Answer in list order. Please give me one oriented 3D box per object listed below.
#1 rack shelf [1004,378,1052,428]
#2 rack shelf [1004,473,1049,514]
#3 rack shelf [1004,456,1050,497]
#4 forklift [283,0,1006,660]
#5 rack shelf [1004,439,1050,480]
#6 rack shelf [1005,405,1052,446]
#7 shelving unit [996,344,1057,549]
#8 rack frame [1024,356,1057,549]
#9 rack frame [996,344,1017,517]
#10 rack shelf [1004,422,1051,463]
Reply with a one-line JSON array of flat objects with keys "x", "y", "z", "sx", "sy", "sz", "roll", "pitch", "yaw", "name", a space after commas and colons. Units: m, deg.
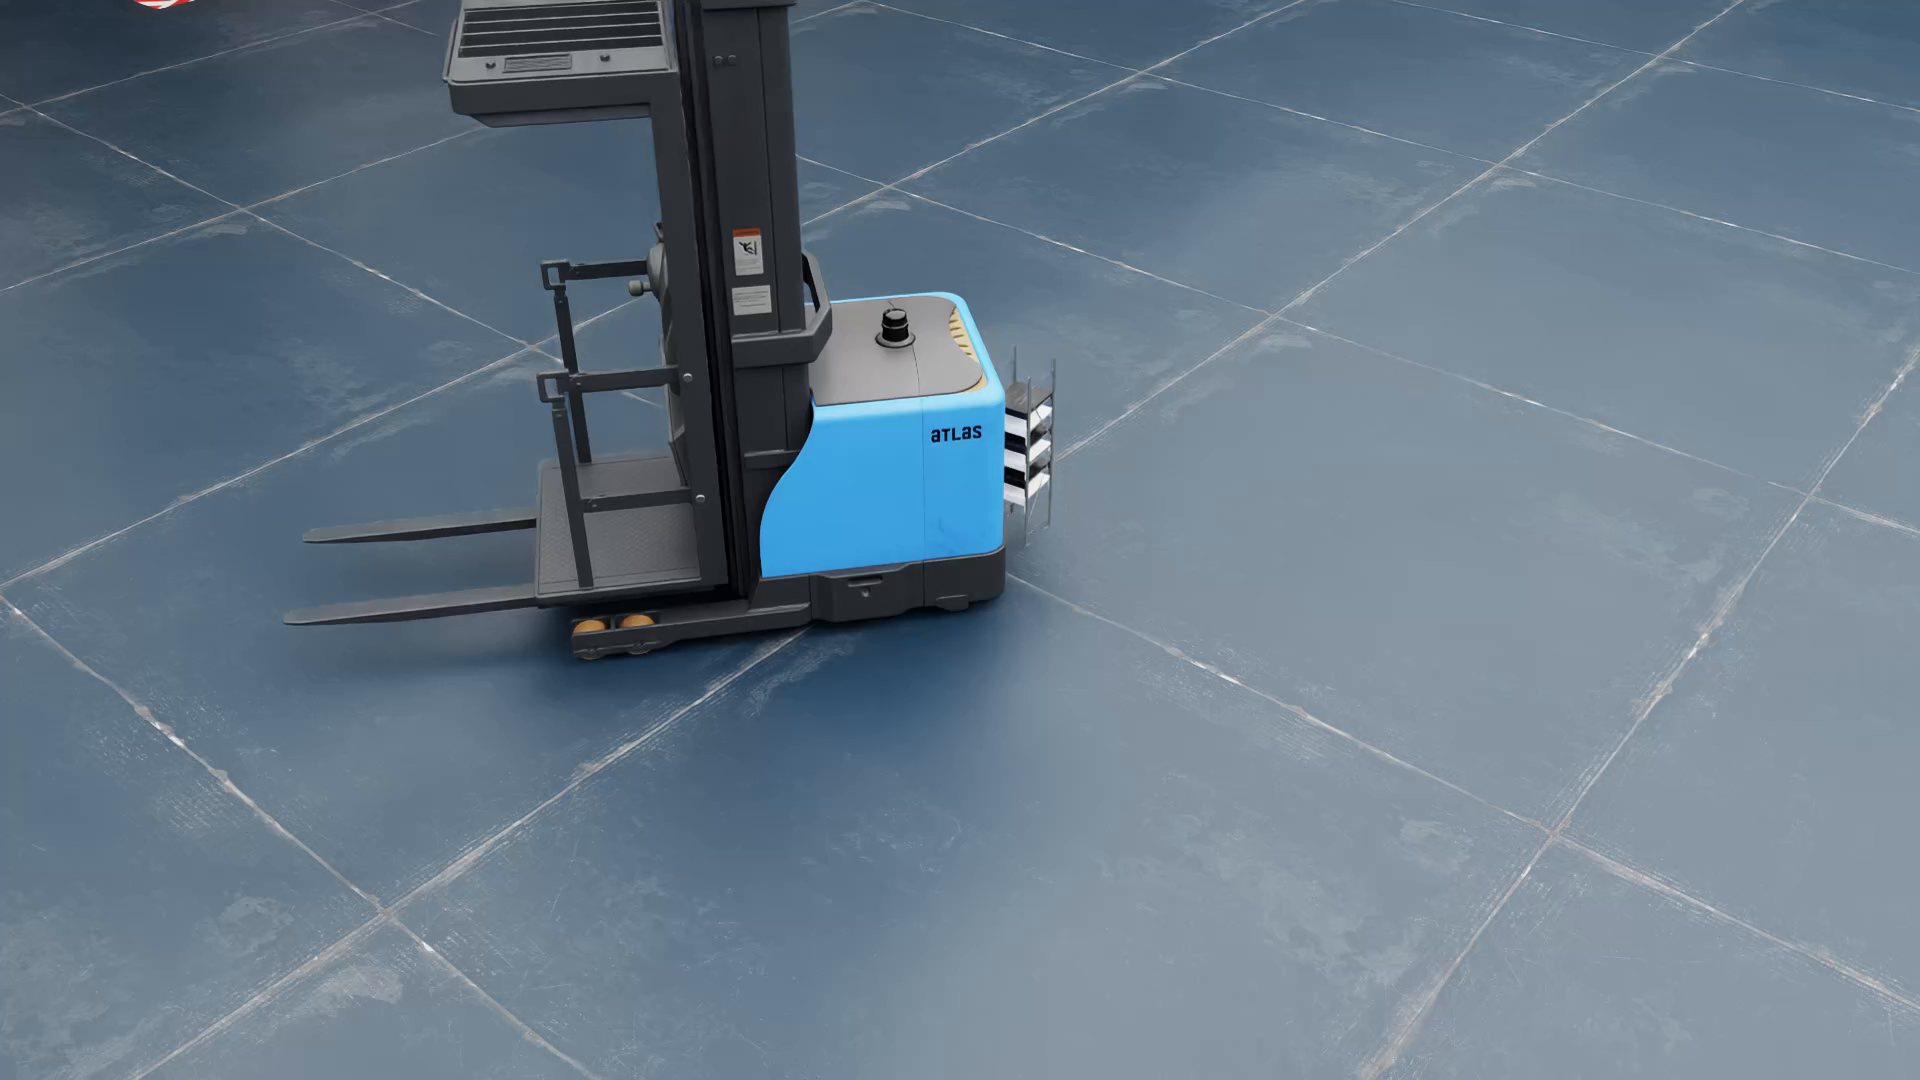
[{"x": 0.276, "y": -0.612, "z": 7.428, "sx": 0.200, "sy": 0.077, "sz": 0.258, "roll": 20, "pitch": 39, "yaw": 26, "name": "rack shelf"}, {"x": 0.276, "y": -0.241, "z": 7.683, "sx": 0.200, "sy": 0.077, "sz": 0.258, "roll": 20, "pitch": 39, "yaw": 26, "name": "rack shelf"}, {"x": 0.276, "y": -0.315, "z": 7.632, "sx": 0.200, "sy": 0.077, "sz": 0.258, "roll": 20, "pitch": 39, "yaw": 26, "name": "rack shelf"}, {"x": -1.370, "y": -1.029, "z": 6.660, "sx": 3.031, "sy": 2.935, "sz": 1.130, "roll": -6, "pitch": 35, "yaw": -9, "name": "forklift"}, {"x": 0.276, "y": -0.389, "z": 7.581, "sx": 0.200, "sy": 0.077, "sz": 0.258, "roll": 20, "pitch": 39, "yaw": 26, "name": "rack shelf"}, {"x": 0.276, "y": -0.538, "z": 7.479, "sx": 0.200, "sy": 0.077, "sz": 0.258, "roll": 20, "pitch": 39, "yaw": 26, "name": "rack shelf"}, {"x": 0.276, "y": -0.417, "z": 7.562, "sx": 0.210, "sy": 0.900, "sz": 0.258, "roll": 20, "pitch": 39, "yaw": 26, "name": "shelving unit"}, {"x": 0.362, "y": -0.386, "z": 7.517, "sx": 0.006, "sy": 0.900, "sz": 0.240, "roll": 20, "pitch": 39, "yaw": 26, "name": "rack frame"}, {"x": 0.190, "y": -0.448, "z": 7.607, "sx": 0.006, "sy": 0.900, "sz": 0.240, "roll": 20, "pitch": 39, "yaw": 26, "name": "rack frame"}, {"x": 0.276, "y": -0.463, "z": 7.530, "sx": 0.200, "sy": 0.077, "sz": 0.258, "roll": 20, "pitch": 39, "yaw": 26, "name": "rack shelf"}]
